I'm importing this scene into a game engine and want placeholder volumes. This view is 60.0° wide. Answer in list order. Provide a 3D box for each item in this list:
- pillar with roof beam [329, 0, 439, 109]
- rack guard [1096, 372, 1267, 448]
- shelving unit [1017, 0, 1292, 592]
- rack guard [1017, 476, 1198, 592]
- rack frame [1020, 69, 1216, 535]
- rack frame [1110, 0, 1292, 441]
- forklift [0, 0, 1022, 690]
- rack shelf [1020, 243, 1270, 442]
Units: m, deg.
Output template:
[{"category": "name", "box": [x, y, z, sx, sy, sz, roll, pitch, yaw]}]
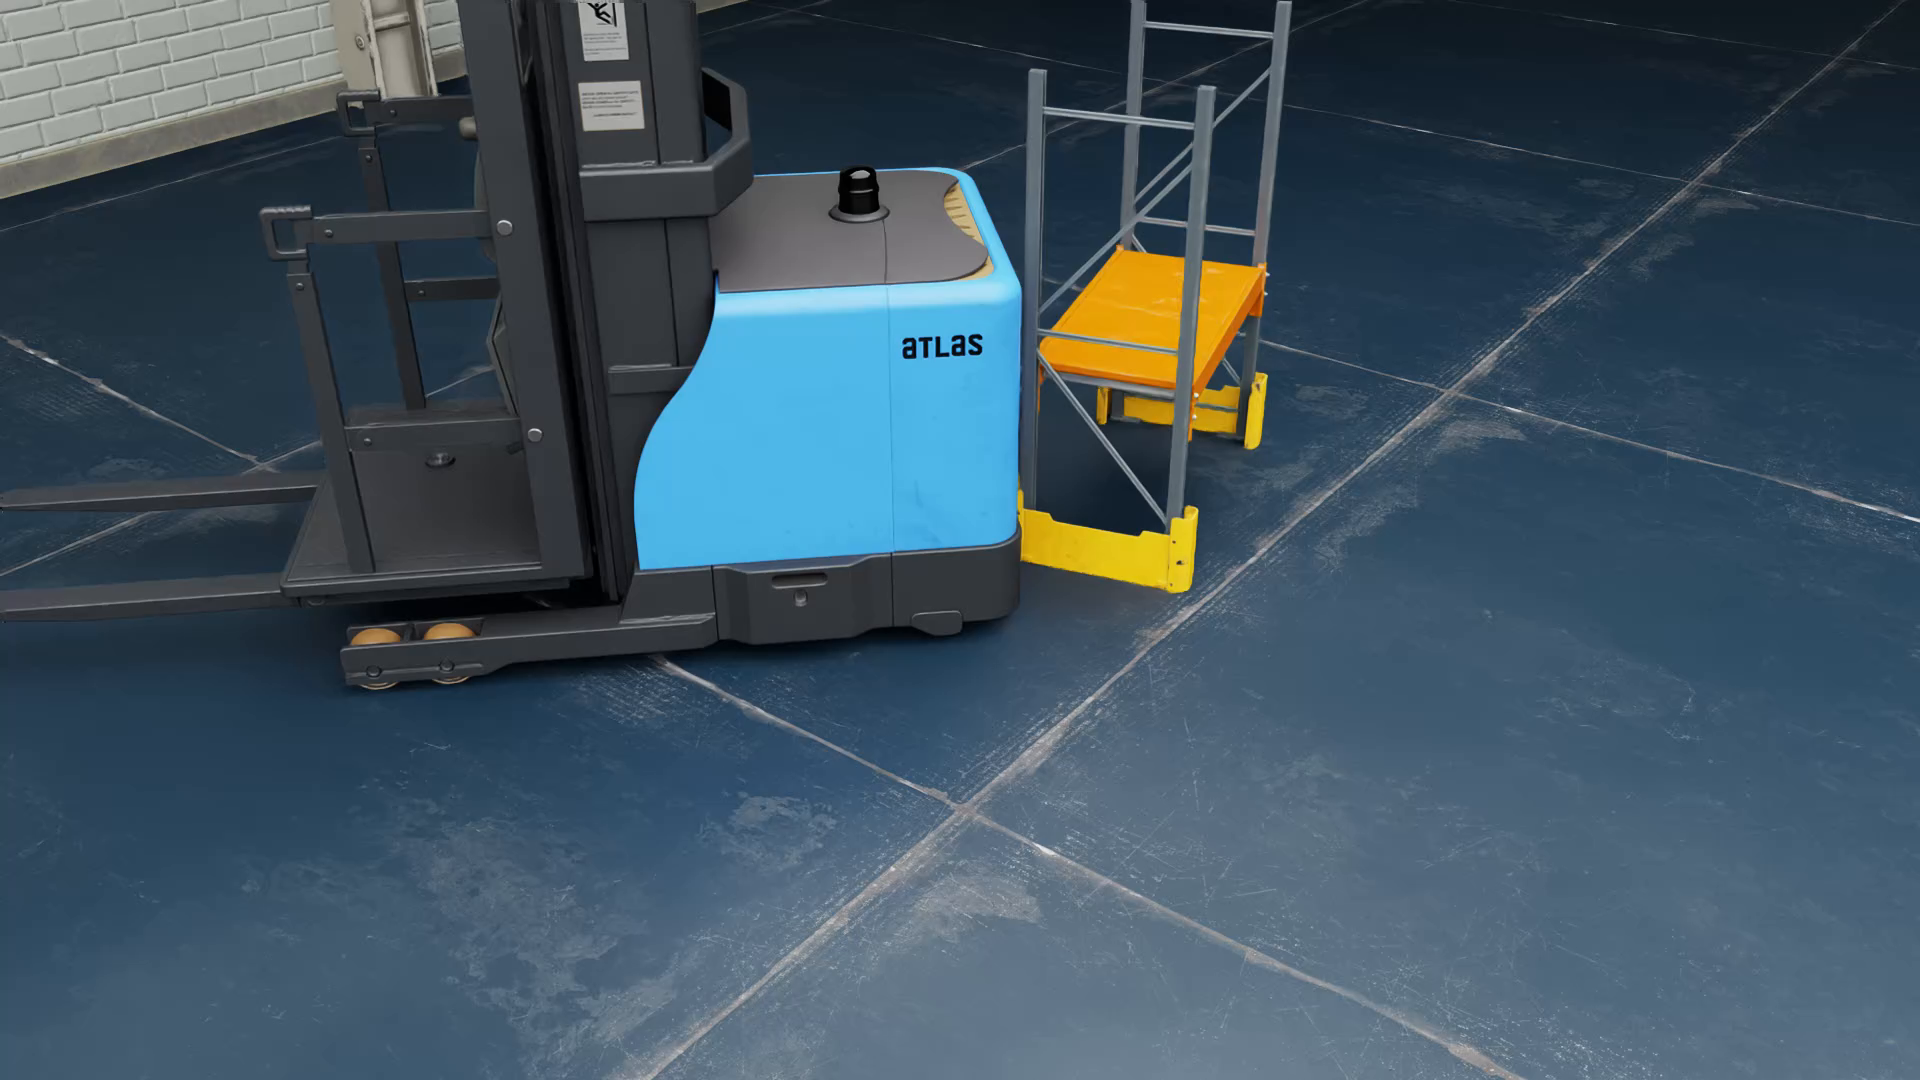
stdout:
[{"category": "pillar with roof beam", "box": [0.213, -5.042, 4.930, 9.100, 9.000, 0.400, 21, 37, 31]}, {"category": "rack guard", "box": [0.772, -0.496, 5.841, 0.587, 0.250, 0.087, 11, 32, 18]}, {"category": "shelving unit", "box": [0.596, -0.796, 5.122, 0.587, 1.500, 1.083, 11, 32, 18]}, {"category": "rack guard", "box": [0.420, -0.021, 5.040, 0.587, 0.250, 0.087, 11, 32, 18]}, {"category": "rack frame", "box": [0.420, -0.558, 4.720, 0.500, 1.500, 0.032, 11, 32, 18]}, {"category": "rack frame", "box": [0.779, -1.043, 5.538, 0.500, 1.500, 0.032, 11, 32, 18]}, {"category": "forklift", "box": [-1.385, -1.138, 4.296, 3.031, 2.935, 1.130, -4, 31, -7]}, {"category": "rack shelf", "box": [0.599, -0.645, 5.221, 0.538, 0.185, 1.000, 11, 32, 18]}]
